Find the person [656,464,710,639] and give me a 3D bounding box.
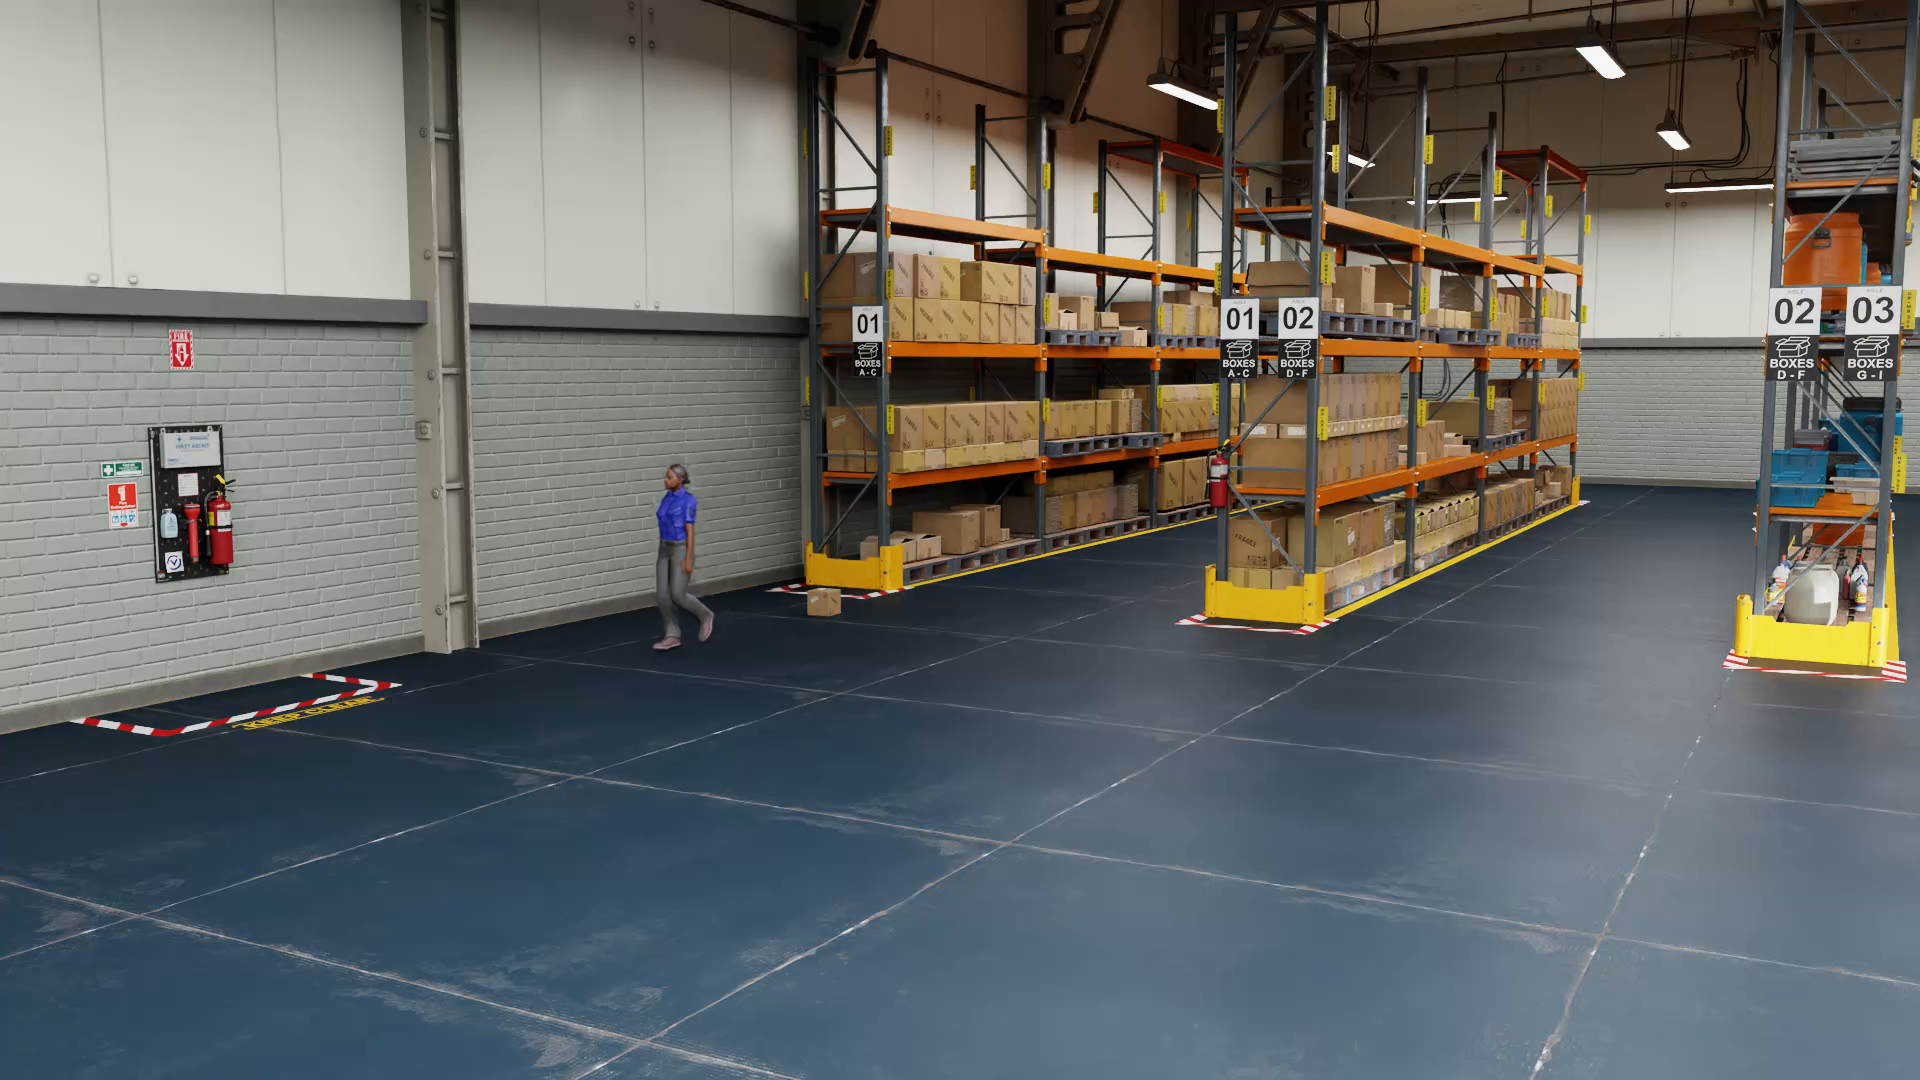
[{"bbox_3d":[-2.490,0.107,14.829,0.460,1.576,0.457,5,8,40],"label":"person"}]
